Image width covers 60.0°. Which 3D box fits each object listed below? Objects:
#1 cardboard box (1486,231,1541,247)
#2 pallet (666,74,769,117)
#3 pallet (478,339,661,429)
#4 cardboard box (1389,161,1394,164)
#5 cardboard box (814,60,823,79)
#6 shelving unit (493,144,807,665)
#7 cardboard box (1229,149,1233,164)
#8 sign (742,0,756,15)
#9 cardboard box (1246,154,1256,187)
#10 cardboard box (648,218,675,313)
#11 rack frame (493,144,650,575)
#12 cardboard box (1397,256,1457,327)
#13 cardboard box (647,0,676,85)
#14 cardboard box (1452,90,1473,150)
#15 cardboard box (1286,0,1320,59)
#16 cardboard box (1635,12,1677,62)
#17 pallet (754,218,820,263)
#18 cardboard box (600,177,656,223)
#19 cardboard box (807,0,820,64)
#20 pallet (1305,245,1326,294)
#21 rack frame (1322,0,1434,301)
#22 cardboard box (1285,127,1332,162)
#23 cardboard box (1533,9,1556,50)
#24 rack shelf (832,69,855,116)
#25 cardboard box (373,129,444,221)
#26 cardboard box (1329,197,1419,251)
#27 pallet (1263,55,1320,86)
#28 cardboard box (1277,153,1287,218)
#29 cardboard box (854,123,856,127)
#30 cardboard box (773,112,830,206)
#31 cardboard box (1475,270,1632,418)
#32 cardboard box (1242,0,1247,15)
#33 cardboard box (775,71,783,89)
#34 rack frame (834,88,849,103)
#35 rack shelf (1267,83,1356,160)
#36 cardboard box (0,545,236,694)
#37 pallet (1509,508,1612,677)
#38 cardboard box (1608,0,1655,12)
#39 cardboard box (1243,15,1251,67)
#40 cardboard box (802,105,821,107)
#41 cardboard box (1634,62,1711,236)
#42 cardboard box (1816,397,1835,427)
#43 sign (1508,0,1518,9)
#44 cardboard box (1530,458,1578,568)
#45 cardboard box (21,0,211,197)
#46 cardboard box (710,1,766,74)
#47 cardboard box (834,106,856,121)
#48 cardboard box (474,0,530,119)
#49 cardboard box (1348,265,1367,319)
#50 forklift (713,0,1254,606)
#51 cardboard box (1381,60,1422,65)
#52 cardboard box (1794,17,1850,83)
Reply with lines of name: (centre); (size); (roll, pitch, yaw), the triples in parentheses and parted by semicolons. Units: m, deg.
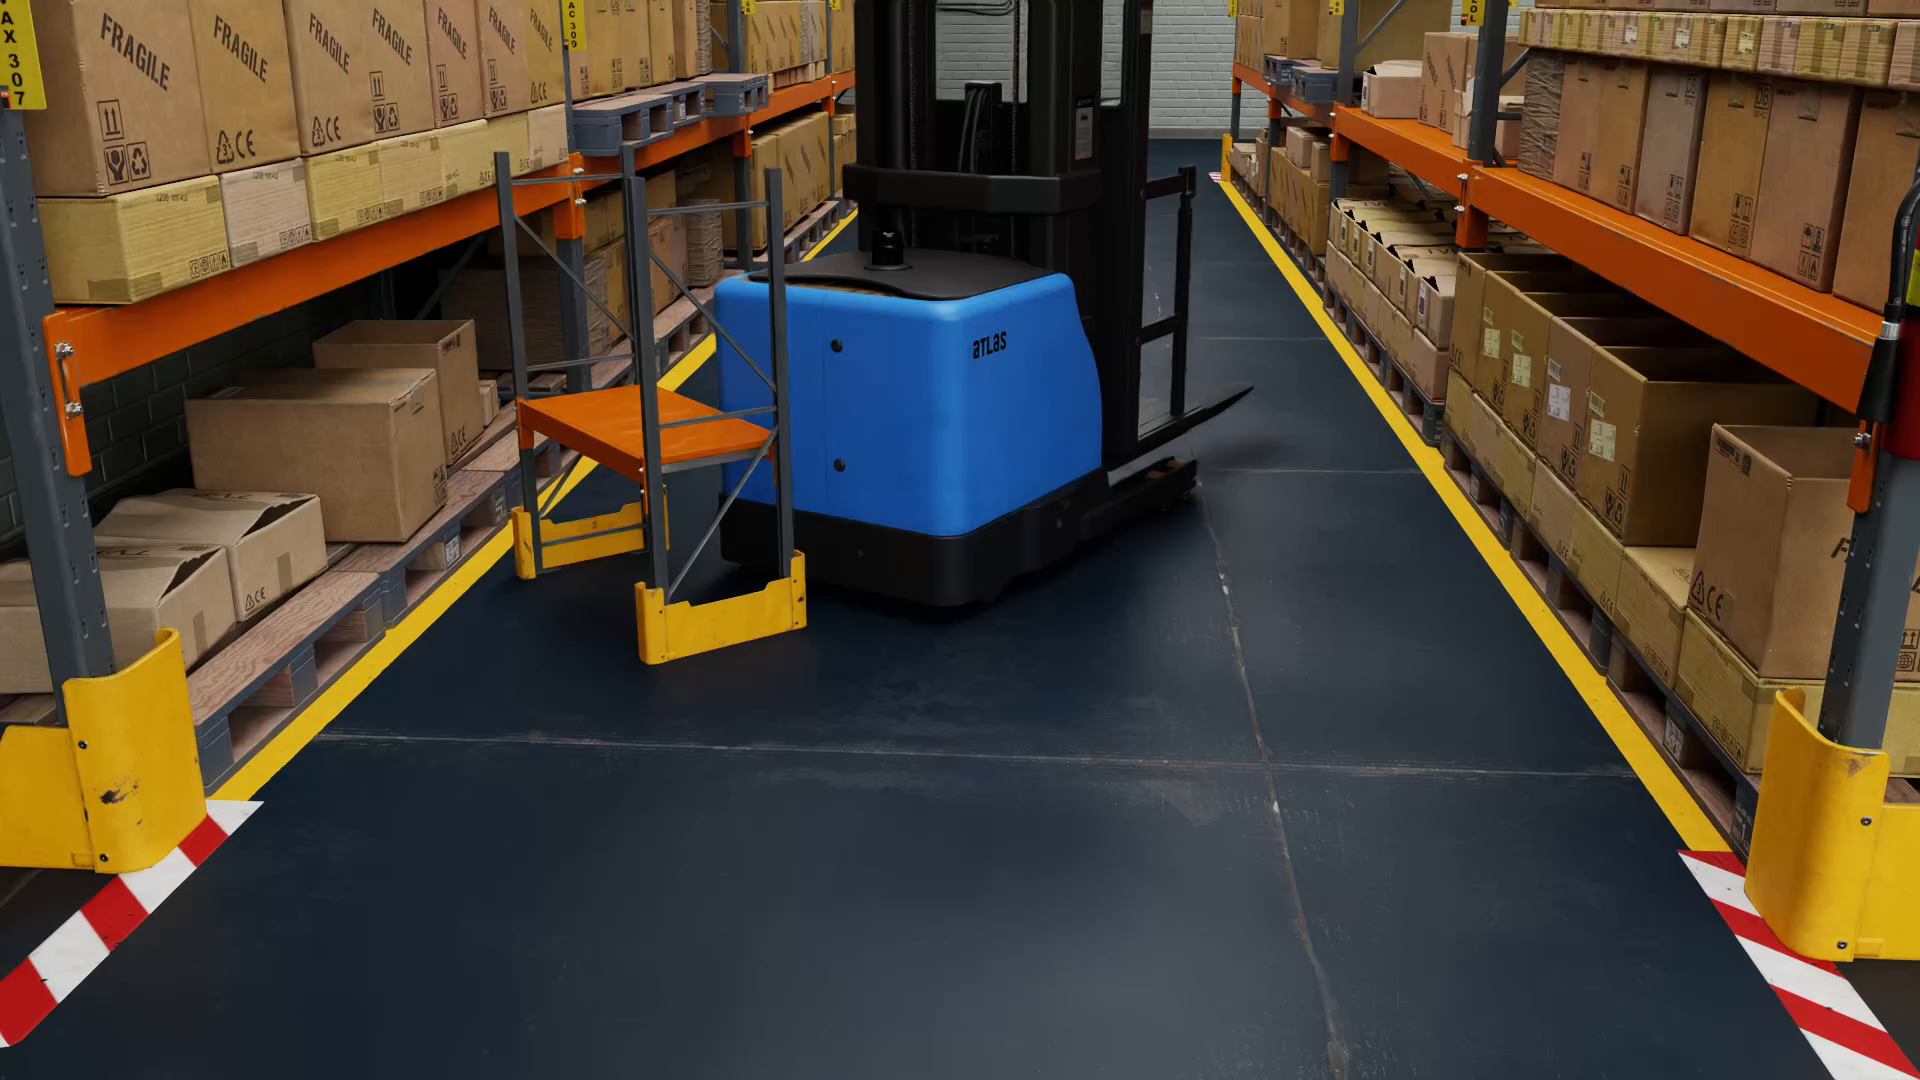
cardboard box: (3.090, -1.560, 9.209); (0.500, 0.311, 0.500); (2, 18, 5)
pallet: (-1.896, -2.838, 10.574); (1.213, 0.211, 1.003); (1, 18, 4)
pallet: (-2.184, -0.827, 8.607); (1.003, 0.211, 1.213); (1, 18, 4)
cardboard box: (3.447, -2.838, 13.574); (0.500, 0.500, 0.500); (2, 18, 5)
cardboard box: (-1.401, -4.095, 14.473); (0.380, 0.149, 0.250); (2, 18, 5)
shelving unit: (-1.060, -0.507, 5.562); (0.587, 1.500, 1.083); (-13, 22, -34)
cardboard box: (3.191, -4.260, 18.477); (0.380, 0.149, 0.250); (1, 18, 4)
sign: (-1.409, -3.656, 11.030); (0.100, 0.325, 0.005); (1, 18, 4)
cardboard box: (3.088, -3.633, 16.304); (0.500, 0.311, 0.500); (1, 18, 4)
cardboard box: (-2.111, -1.636, 9.908); (0.700, 0.500, 0.500); (1, 18, 4)
rack frame: (-1.357, -0.632, 5.944); (0.500, 1.500, 0.032); (-13, 22, -34)
cardboard box: (2.477, -1.254, 8.274); (0.500, 0.311, 0.500); (2, 18, 5)
cardboard box: (-2.042, -2.875, 9.514); (0.700, 0.500, 0.500); (1, 18, 4)
cardboard box: (2.583, -2.014, 7.968); (0.396, 0.266, 0.258); (1, 18, 3)
cardboard box: (3.034, -4.175, 13.513); (0.700, 0.500, 0.500); (4, 19, 13)
cardboard box: (2.383, -1.596, 5.275); (0.380, 0.149, 0.250); (1, 18, 3)
pallet: (-1.729, -2.448, 13.556); (1.003, 0.211, 1.213); (1, 18, 4)
cardboard box: (-2.086, -1.970, 9.721); (0.500, 0.250, 0.500); (1, 18, 4)
cardboard box: (-1.473, -4.285, 14.014); (0.500, 0.500, 0.500); (1, 18, 4)
pallet: (3.081, -1.949, 12.032); (1.003, 0.211, 1.213); (1, 18, 4)
rack frame: (2.990, -3.043, 10.893); (1.000, 3.000, 0.127); (1, 18, 4)
cardboard box: (2.927, -3.207, 13.498); (0.500, 0.250, 0.500); (1, 18, 4)
cardboard box: (2.473, -1.999, 6.505); (0.380, 0.149, 0.250); (2, 18, 5)
rack shelf: (-1.521, -4.674, 17.025); (1.077, 0.370, 4.000); (1, 18, 4)
cardboard box: (-2.069, -1.227, 5.559); (0.500, 0.250, 0.500); (1, 18, 4)
cardboard box: (2.659, -2.046, 10.692); (0.500, 0.311, 0.500); (2, 18, 6)
pallet: (3.111, -3.948, 13.964); (1.003, 0.211, 1.213); (1, 18, 4)
cardboard box: (2.972, -2.996, 14.056); (0.500, 0.500, 0.500); (2, 18, 5)
cardboard box: (-1.399, -4.117, 17.512); (0.700, 0.500, 0.500); (1, 18, 2)
cardboard box: (-1.581, -3.368, 14.662); (0.750, 0.750, 0.750); (1, 18, 5)
cardboard box: (2.330, -0.757, 6.454); (0.500, 0.500, 0.500); (1, 18, 4)
cardboard box: (3.239, -5.756, 17.405); (0.500, 0.500, 0.500); (1, 18, 4)
cardboard box: (-1.598, -3.616, 13.013); (0.380, 0.149, 0.250); (1, 18, 4)
rack frame: (-1.378, -5.637, 18.809); (1.000, 3.000, 0.127); (1, 18, 4)
rack shelf: (3.133, -3.322, 12.900); (1.077, 0.370, 4.000); (1, 18, 4)
cardboard box: (-2.385, 0.188, 4.644); (0.500, 0.311, 0.500); (-1, 18, -2)
pallet: (2.520, 0.150, 5.625); (1.003, 0.211, 1.213); (1, 18, 4)
cardboard box: (2.606, -2.014, 5.509); (0.700, 0.500, 0.500); (1, 18, 4)
cardboard box: (3.198, -5.127, 17.092); (0.500, 0.500, 0.500); (1, 18, 4)
cardboard box: (-1.554, -4.623, 18.014); (0.380, 0.149, 0.250); (1, 18, 4)
cardboard box: (2.571, -1.231, 5.203); (0.700, 0.500, 0.500); (2, 18, 6)
cardboard box: (2.734, -0.280, 4.998); (0.500, 0.500, 0.500); (1, 18, 4)
sign: (3.544, -3.582, 10.678); (0.100, 0.325, 0.005); (1, 18, 4)
cardboard box: (2.256, -0.091, 5.624); (0.500, 0.250, 0.500); (1, 18, 4)
cardboard box: (-2.191, -1.104, 3.979); (0.500, 0.500, 0.500); (1, 18, 4)
cardboard box: (-1.661, -3.496, 11.604); (0.500, 0.500, 0.500); (2, 18, 6)
cardboard box: (-1.173, -4.614, 17.985); (0.380, 0.149, 0.250); (2, 18, 5)
cardboard box: (-1.994, -1.896, 6.396); (0.500, 0.500, 0.500); (1, 18, 4)
cardboard box: (2.593, -1.462, 9.809); (0.500, 0.250, 0.500); (1, 18, 2)
forklift: (0.334, -1.578, 6.532); (1.130, 2.935, 3.031); (11, 21, 30)
cardboard box: (2.920, -2.889, 10.565); (0.500, 0.311, 0.500); (2, 18, 7)
cardboard box: (2.289, -1.198, 4.059); (0.380, 0.149, 0.250); (1, 18, 3)
